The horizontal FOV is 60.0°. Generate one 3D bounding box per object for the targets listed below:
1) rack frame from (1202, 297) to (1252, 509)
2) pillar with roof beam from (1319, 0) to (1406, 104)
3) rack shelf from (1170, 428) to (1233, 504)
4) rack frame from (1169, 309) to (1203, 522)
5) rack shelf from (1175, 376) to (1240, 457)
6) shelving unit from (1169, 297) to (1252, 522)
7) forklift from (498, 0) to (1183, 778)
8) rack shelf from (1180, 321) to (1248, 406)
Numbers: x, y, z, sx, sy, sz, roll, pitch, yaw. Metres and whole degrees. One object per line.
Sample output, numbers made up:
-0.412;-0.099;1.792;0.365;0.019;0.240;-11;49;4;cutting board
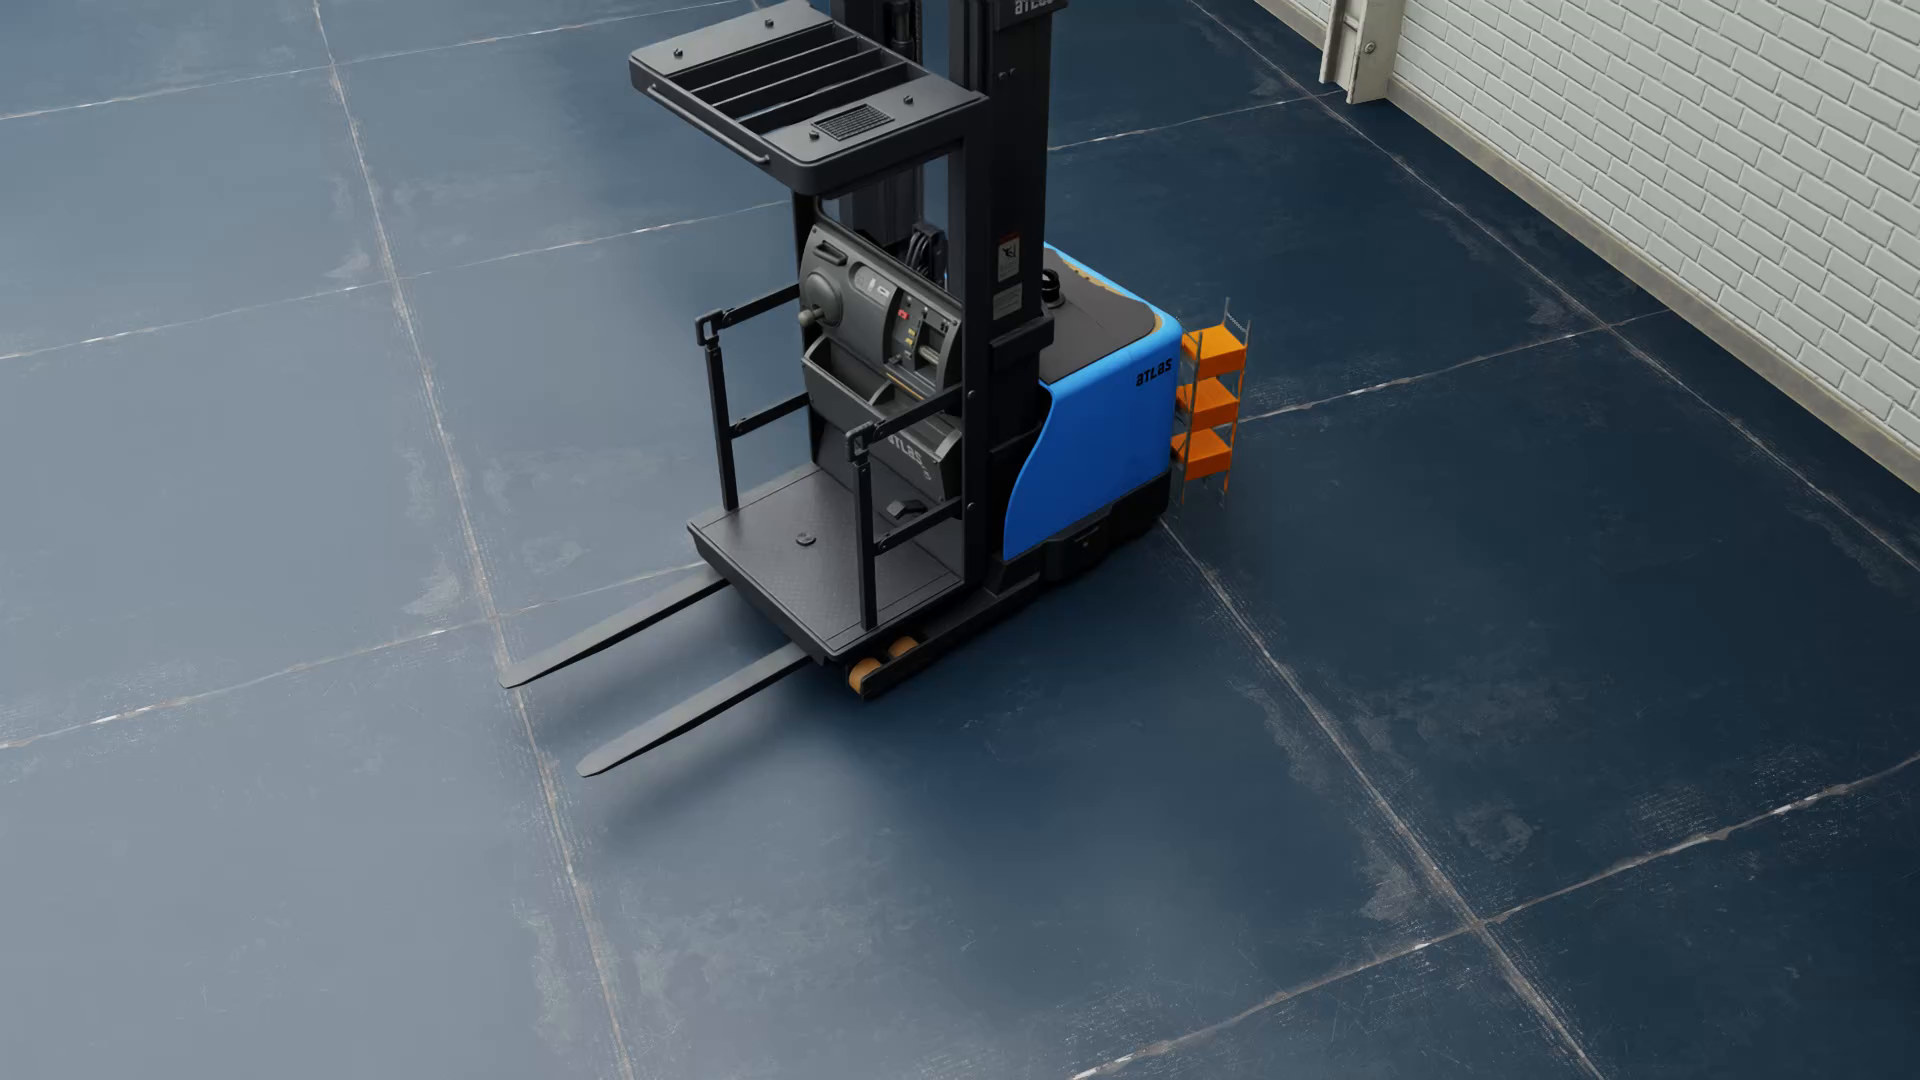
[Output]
1.209;-0.607;7.569;0.008;1.050;0.200;-16;43;-18;rack frame
-1.323;-5.384;7.028;9.100;9.000;0.400;-15;43;-17;pillar with roof beam
1.096;-0.355;7.717;0.240;0.259;0.215;-16;43;-18;rack shelf
0.987;-0.543;7.491;0.008;1.050;0.200;-16;43;-18;rack frame
1.098;-0.567;7.537;0.240;0.259;0.215;-16;43;-18;rack shelf
1.098;-0.575;7.530;0.252;1.050;0.215;-16;43;-18;shelving unit
-0.482;-0.847;6.406;3.031;2.935;1.130;-29;48;-29;forklift
1.100;-0.782;7.353;0.240;0.259;0.215;-16;43;-18;rack shelf
